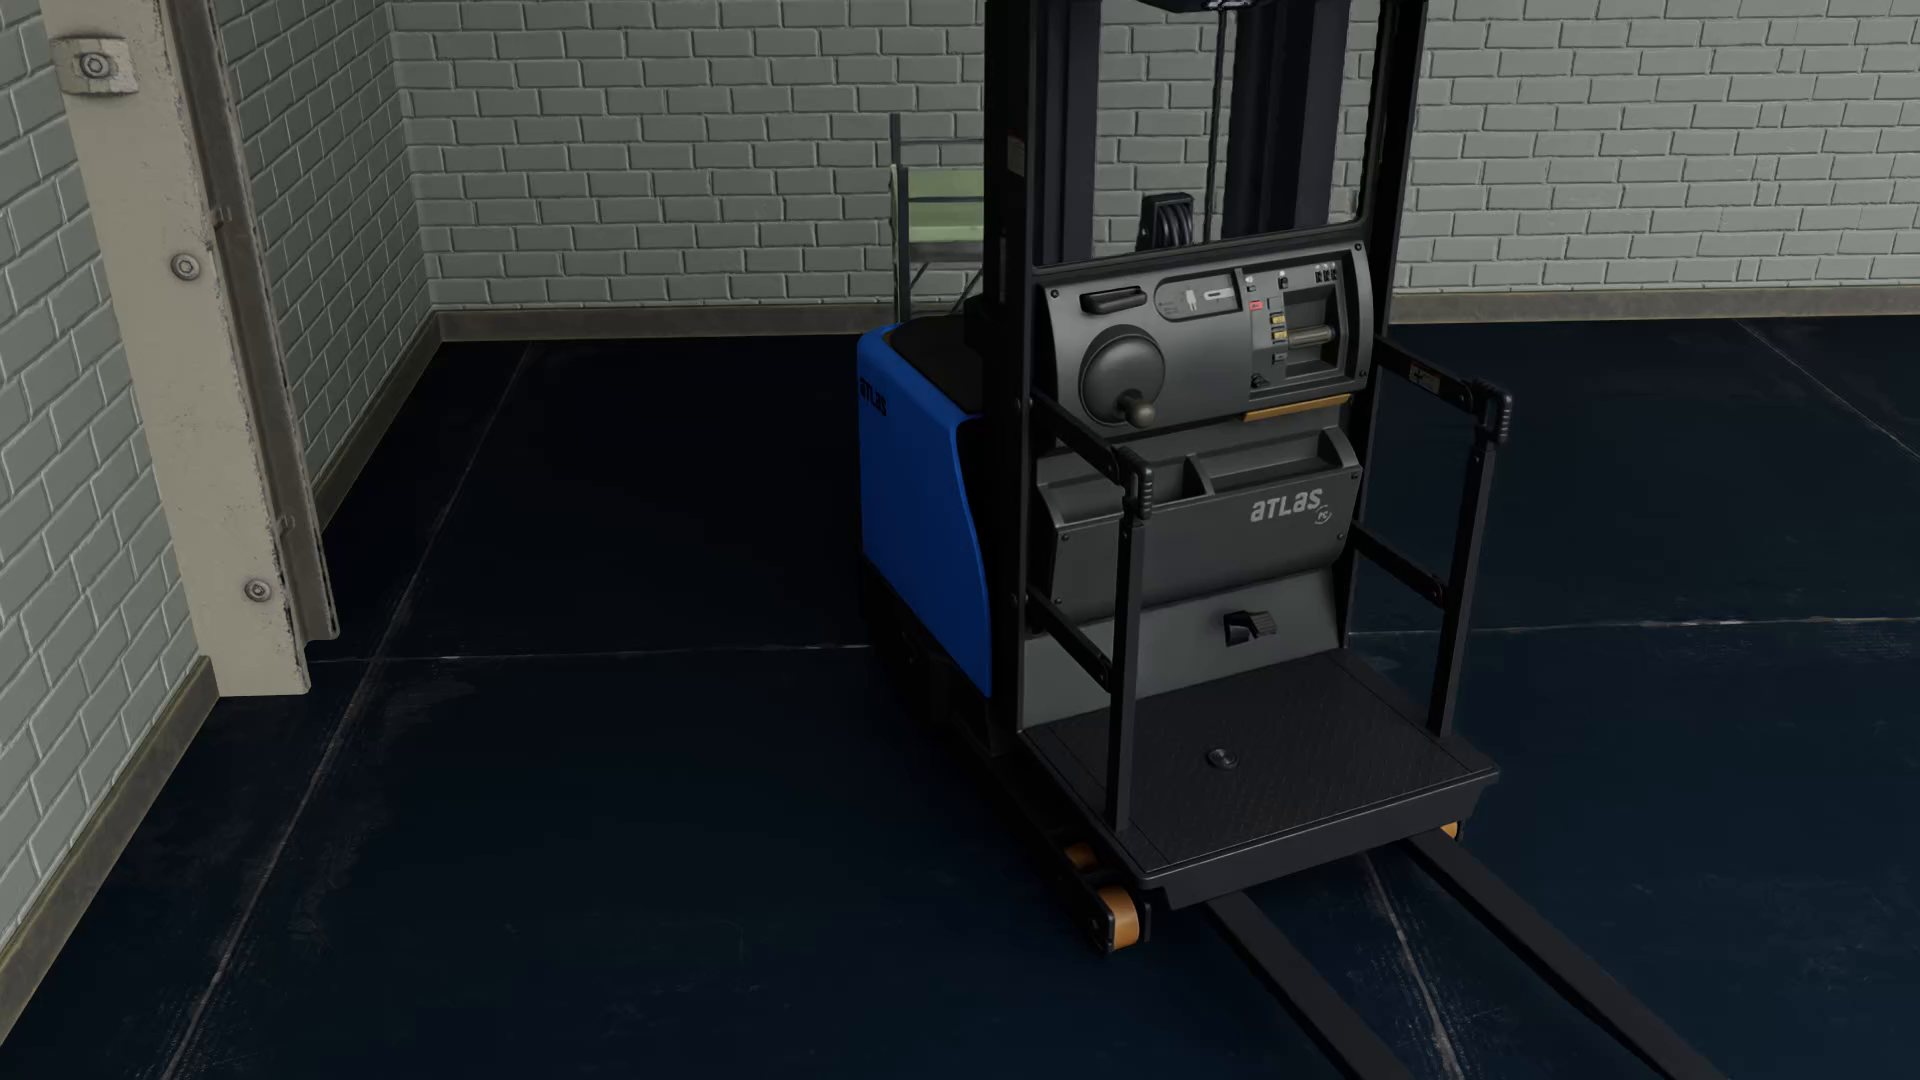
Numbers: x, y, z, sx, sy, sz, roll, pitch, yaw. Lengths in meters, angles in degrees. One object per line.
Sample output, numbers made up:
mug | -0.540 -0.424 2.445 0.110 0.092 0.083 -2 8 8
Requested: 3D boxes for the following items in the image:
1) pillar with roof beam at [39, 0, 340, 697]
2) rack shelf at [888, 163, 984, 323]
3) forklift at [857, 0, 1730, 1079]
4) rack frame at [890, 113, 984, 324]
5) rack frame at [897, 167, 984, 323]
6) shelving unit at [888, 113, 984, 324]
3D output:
pillar with roof beam | 2.049 -3.691 3.595 9.100 9.000 0.400 -1 28 -3
rack shelf | -0.023 -1.032 5.763 0.431 0.370 0.720 -2 28 -3
forklift | 0.728 -0.481 4.002 1.130 2.935 3.031 -12 30 -21
rack frame | -0.047 -0.855 6.268 0.400 1.500 0.023 -2 28 -3
rack frame | 0.001 -0.517 5.620 0.400 1.500 0.023 -2 28 -3
shelving unit | -0.023 -0.686 5.944 0.431 1.500 0.755 -2 28 -3
